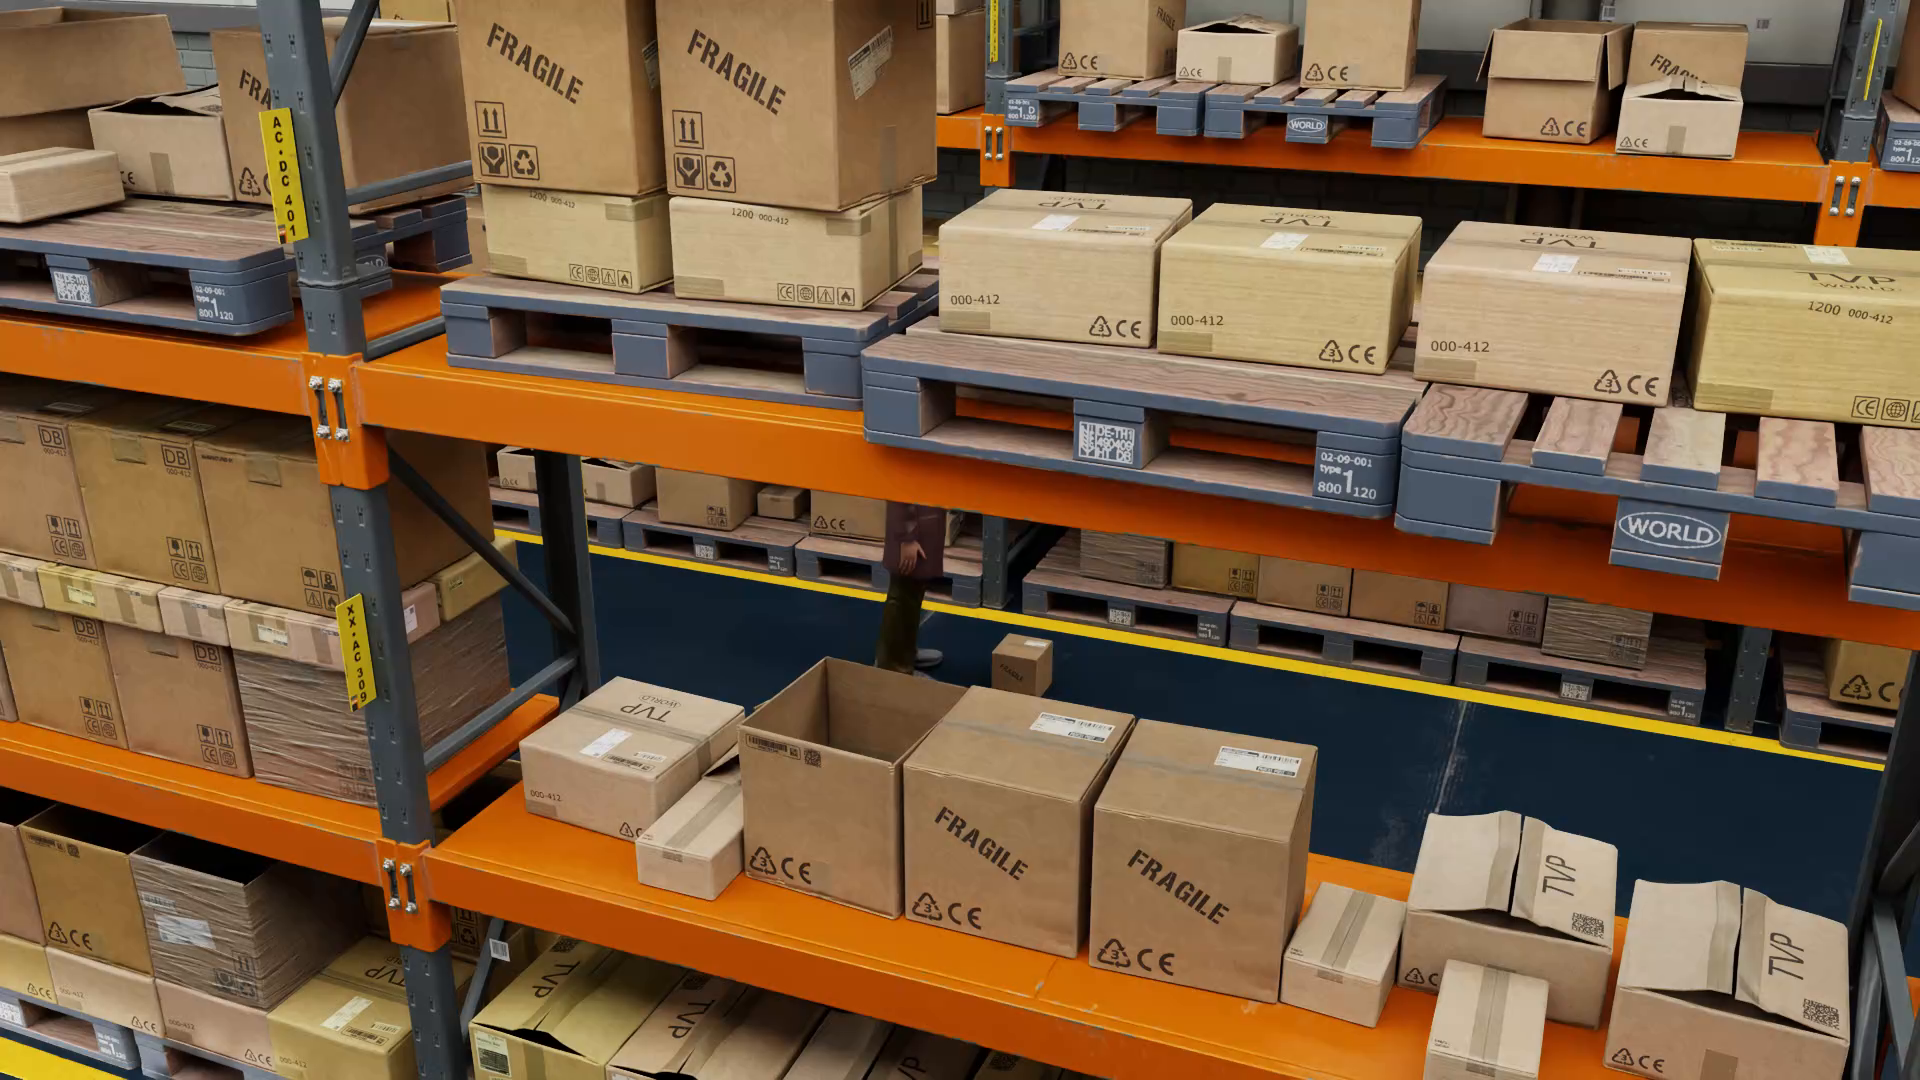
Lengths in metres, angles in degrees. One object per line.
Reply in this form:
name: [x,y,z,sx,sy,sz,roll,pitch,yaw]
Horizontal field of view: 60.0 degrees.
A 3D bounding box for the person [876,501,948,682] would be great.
person: [-0.258,-0.087,8.513,0.409,1.777,0.632,1,22,3]
